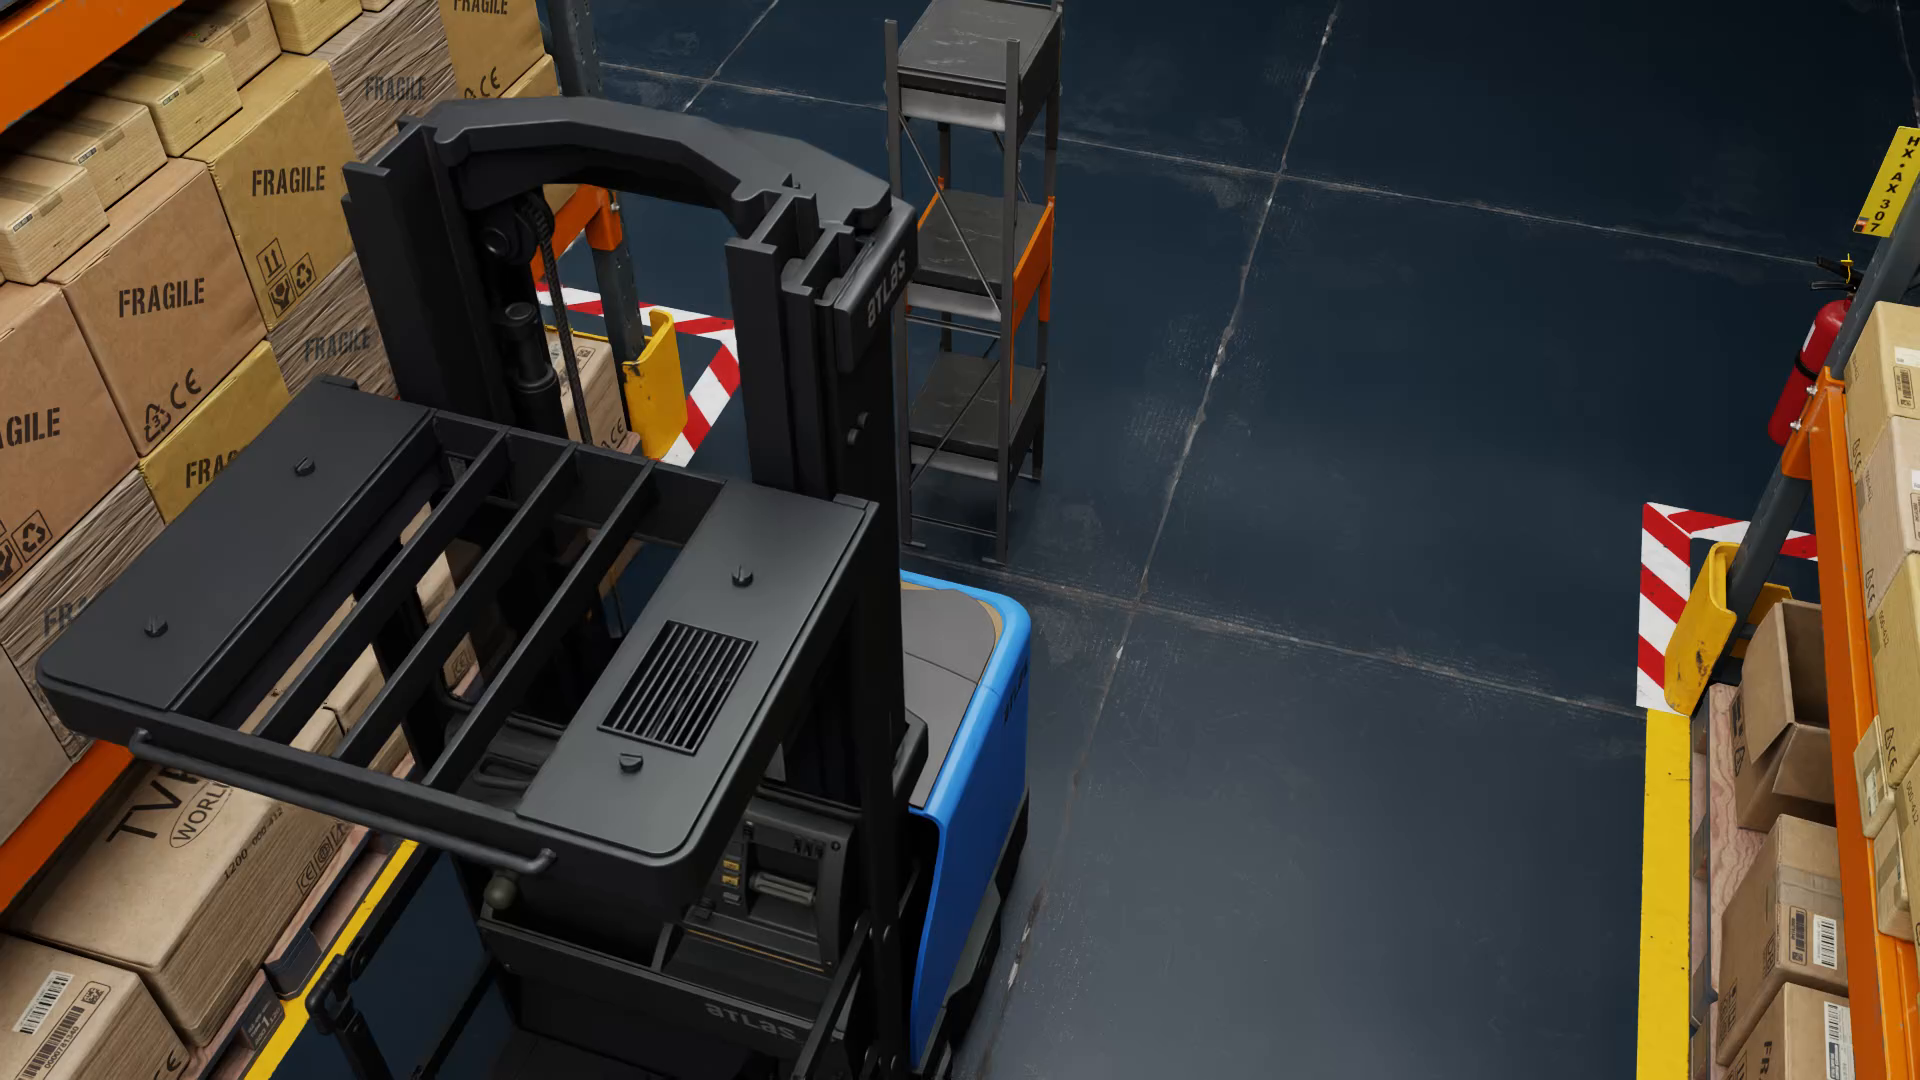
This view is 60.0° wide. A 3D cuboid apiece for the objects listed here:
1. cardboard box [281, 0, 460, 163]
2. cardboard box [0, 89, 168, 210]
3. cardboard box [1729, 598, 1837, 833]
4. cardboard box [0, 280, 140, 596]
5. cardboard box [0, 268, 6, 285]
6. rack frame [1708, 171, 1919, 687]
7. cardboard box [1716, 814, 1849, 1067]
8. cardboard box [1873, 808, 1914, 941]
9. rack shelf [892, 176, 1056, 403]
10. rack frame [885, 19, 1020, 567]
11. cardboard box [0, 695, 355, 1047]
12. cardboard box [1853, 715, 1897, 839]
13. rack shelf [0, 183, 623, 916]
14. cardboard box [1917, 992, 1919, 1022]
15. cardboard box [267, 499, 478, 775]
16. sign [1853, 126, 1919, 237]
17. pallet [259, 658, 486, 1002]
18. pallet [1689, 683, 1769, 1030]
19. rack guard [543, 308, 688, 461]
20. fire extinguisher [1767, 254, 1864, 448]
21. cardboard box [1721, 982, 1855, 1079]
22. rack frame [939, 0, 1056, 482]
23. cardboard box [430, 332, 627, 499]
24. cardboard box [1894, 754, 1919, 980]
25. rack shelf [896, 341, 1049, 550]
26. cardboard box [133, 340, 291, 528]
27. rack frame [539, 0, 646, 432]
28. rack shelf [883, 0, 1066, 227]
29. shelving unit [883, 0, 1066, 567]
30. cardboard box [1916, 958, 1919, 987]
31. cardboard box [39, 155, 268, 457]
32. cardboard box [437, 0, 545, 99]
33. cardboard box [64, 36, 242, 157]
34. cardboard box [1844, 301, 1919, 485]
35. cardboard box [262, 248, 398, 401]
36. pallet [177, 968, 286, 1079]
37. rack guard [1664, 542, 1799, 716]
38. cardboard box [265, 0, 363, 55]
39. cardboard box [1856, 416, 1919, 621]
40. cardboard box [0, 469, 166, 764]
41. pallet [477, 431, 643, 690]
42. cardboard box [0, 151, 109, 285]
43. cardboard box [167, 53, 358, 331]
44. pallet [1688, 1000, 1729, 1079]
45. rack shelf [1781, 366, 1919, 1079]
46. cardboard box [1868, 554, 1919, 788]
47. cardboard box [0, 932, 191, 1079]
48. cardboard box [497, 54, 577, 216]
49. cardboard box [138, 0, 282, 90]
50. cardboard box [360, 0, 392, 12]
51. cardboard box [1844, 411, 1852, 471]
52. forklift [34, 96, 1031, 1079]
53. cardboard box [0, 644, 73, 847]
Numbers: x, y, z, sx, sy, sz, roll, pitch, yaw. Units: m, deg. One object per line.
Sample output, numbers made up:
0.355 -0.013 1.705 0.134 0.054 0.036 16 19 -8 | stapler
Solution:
-1.752 -1.249 4.596 0.500 0.500 0.500 13 46 13 | cardboard box
-2.052 -0.893 3.768 0.380 0.149 0.250 14 46 14 | cardboard box
2.753 0.596 4.981 0.797 0.503 0.637 11 45 11 | cardboard box
-2.215 -0.250 3.574 0.500 0.500 0.500 13 46 13 | cardboard box
-2.232 -0.559 3.426 0.380 0.149 0.250 12 46 12 | cardboard box
3.029 -0.534 4.651 1.000 3.000 0.127 13 46 13 | rack frame
2.457 1.159 4.408 0.700 0.500 0.500 14 46 14 | cardboard box
2.170 0.745 3.524 0.380 0.149 0.250 14 46 13 | cardboard box
0.050 -0.851 5.638 0.431 0.518 0.480 13 46 12 | rack shelf
-0.024 -0.698 5.462 0.400 2.100 0.015 13 46 12 | rack frame
-2.351 0.857 4.762 0.875 0.438 0.875 11 45 11 | cardboard box
2.230 0.565 3.707 0.380 0.149 0.250 11 46 11 | cardboard box
-2.309 0.008 4.612 1.077 0.370 4.000 13 46 13 | rack shelf
2.040 1.022 2.956 0.500 0.250 0.500 12 46 12 | cardboard box
-2.077 0.256 5.375 0.875 0.438 0.875 14 46 14 | cardboard box
2.512 -0.958 4.465 0.100 0.325 0.005 13 46 13 | sign
-2.242 0.774 5.308 1.003 0.211 1.213 13 46 12 | pallet
2.765 1.045 5.031 1.003 0.211 1.213 13 46 13 | pallet
-1.696 -0.705 6.613 1.175 0.500 0.348 13 46 13 | rack guard
2.633 -0.569 5.008 0.296 0.674 0.183 13 46 13 | fire extinguisher
2.202 1.490 4.070 0.500 0.500 0.500 13 46 13 | cardboard box
0.124 -1.023 5.795 0.400 2.100 0.015 13 46 12 | rack frame
-1.808 -0.356 6.001 0.875 0.438 0.875 11 45 11 | cardboard box
2.197 0.679 3.306 0.500 0.250 0.500 11 46 11 | cardboard box
0.050 -0.351 6.127 0.431 0.518 0.480 13 46 12 | rack shelf
-2.054 -0.218 4.256 0.500 0.500 0.500 14 46 14 | cardboard box
-1.703 -1.583 5.723 1.000 3.000 0.127 13 46 13 | rack frame
0.050 -1.351 5.148 0.431 0.518 0.480 13 46 12 | rack shelf
0.050 -0.861 5.628 0.431 2.100 0.503 13 46 12 | shelving unit
2.157 0.931 3.333 0.380 0.149 0.250 12 46 12 | cardboard box
-2.059 -0.586 3.917 0.500 0.500 0.500 12 46 12 | cardboard box
-1.622 -1.604 4.958 0.500 0.500 0.500 14 46 14 | cardboard box
-1.955 -1.064 3.942 0.380 0.149 0.250 14 46 13 | cardboard box
2.635 -0.341 4.348 0.500 0.250 0.500 13 46 13 | cardboard box
-1.910 -0.564 4.611 0.500 0.500 0.500 14 46 14 | cardboard box
-2.610 1.590 4.474 1.003 0.211 1.213 13 46 13 | pallet
3.006 0.410 5.473 1.175 0.500 0.348 13 46 13 | rack guard
-1.788 -1.403 4.288 0.380 0.149 0.250 14 46 13 | cardboard box
2.482 -0.005 4.005 0.500 0.250 0.500 13 46 13 | cardboard box
-2.210 0.126 3.905 0.500 0.500 0.500 13 46 13 | cardboard box
-1.871 -0.036 6.136 1.003 0.211 1.213 13 46 13 | pallet
-2.092 -0.708 3.579 0.380 0.149 0.250 13 46 13 | cardboard box
-1.905 -0.920 4.259 0.500 0.500 0.500 12 46 12 | cardboard box
2.394 1.856 4.203 1.003 0.211 1.213 13 46 13 | pallet
2.423 1.056 3.540 1.077 0.370 4.000 13 46 13 | rack shelf
2.332 0.334 3.659 0.500 0.250 0.500 12 46 12 | cardboard box
-2.622 1.453 4.152 0.875 0.438 0.875 12 46 12 | cardboard box
-1.597 -1.241 5.302 0.500 0.500 0.500 13 46 13 | cardboard box
-1.935 -1.243 4.126 0.380 0.149 0.250 12 46 12 | cardboard box
-1.673 -1.562 4.451 0.380 0.149 0.250 12 46 12 | cardboard box
2.668 -0.283 4.574 0.380 0.149 0.250 12 46 12 | cardboard box
-0.743 0.754 3.384 1.130 2.935 3.031 13 46 13 | forklift
-2.366 0.456 3.568 0.500 0.500 0.500 13 46 13 | cardboard box
